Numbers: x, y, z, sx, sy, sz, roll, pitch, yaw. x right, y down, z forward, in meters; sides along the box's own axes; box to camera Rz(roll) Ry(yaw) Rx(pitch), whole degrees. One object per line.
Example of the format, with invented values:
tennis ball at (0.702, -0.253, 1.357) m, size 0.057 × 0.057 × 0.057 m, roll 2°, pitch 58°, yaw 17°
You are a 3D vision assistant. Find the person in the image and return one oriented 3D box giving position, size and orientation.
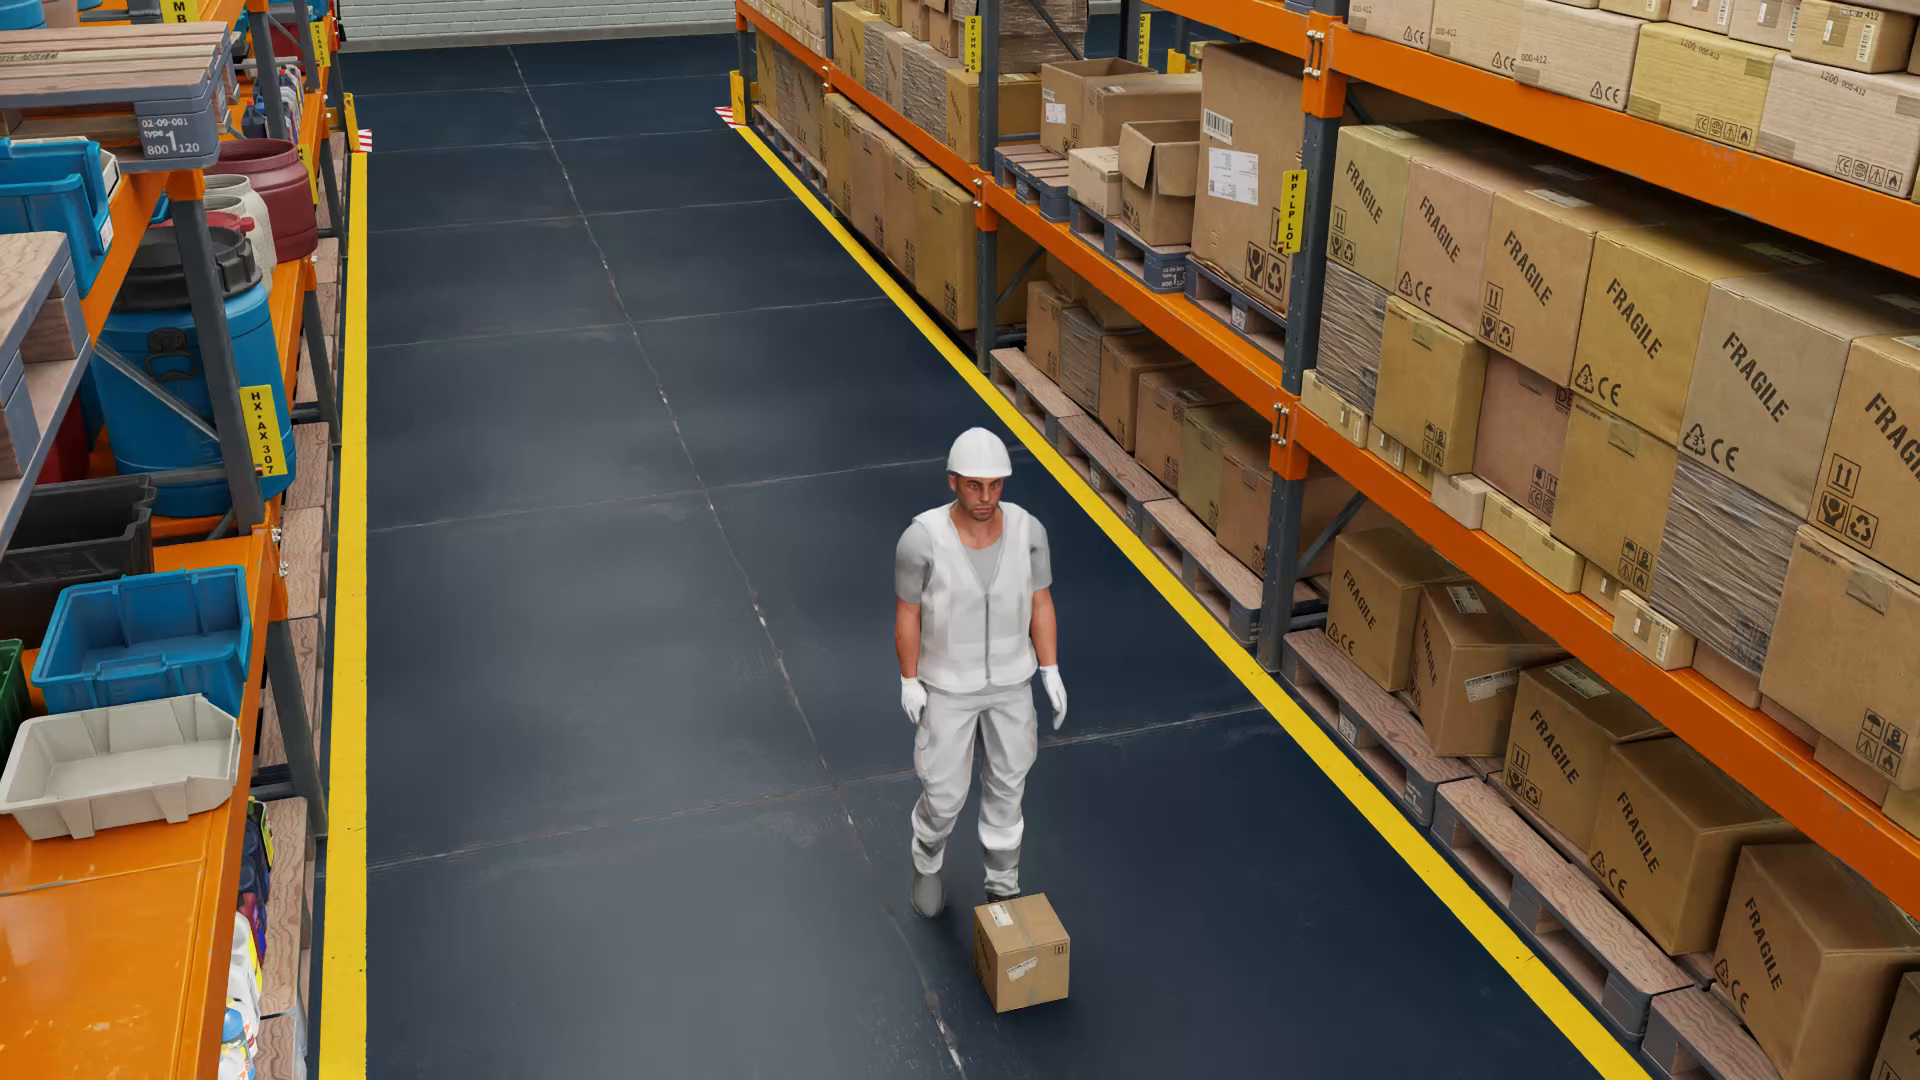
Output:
person at (0.081, 0.512, 5.551) m, size 0.547 × 1.822 × 0.527 m, roll -8°, pitch 27°, yaw -16°
